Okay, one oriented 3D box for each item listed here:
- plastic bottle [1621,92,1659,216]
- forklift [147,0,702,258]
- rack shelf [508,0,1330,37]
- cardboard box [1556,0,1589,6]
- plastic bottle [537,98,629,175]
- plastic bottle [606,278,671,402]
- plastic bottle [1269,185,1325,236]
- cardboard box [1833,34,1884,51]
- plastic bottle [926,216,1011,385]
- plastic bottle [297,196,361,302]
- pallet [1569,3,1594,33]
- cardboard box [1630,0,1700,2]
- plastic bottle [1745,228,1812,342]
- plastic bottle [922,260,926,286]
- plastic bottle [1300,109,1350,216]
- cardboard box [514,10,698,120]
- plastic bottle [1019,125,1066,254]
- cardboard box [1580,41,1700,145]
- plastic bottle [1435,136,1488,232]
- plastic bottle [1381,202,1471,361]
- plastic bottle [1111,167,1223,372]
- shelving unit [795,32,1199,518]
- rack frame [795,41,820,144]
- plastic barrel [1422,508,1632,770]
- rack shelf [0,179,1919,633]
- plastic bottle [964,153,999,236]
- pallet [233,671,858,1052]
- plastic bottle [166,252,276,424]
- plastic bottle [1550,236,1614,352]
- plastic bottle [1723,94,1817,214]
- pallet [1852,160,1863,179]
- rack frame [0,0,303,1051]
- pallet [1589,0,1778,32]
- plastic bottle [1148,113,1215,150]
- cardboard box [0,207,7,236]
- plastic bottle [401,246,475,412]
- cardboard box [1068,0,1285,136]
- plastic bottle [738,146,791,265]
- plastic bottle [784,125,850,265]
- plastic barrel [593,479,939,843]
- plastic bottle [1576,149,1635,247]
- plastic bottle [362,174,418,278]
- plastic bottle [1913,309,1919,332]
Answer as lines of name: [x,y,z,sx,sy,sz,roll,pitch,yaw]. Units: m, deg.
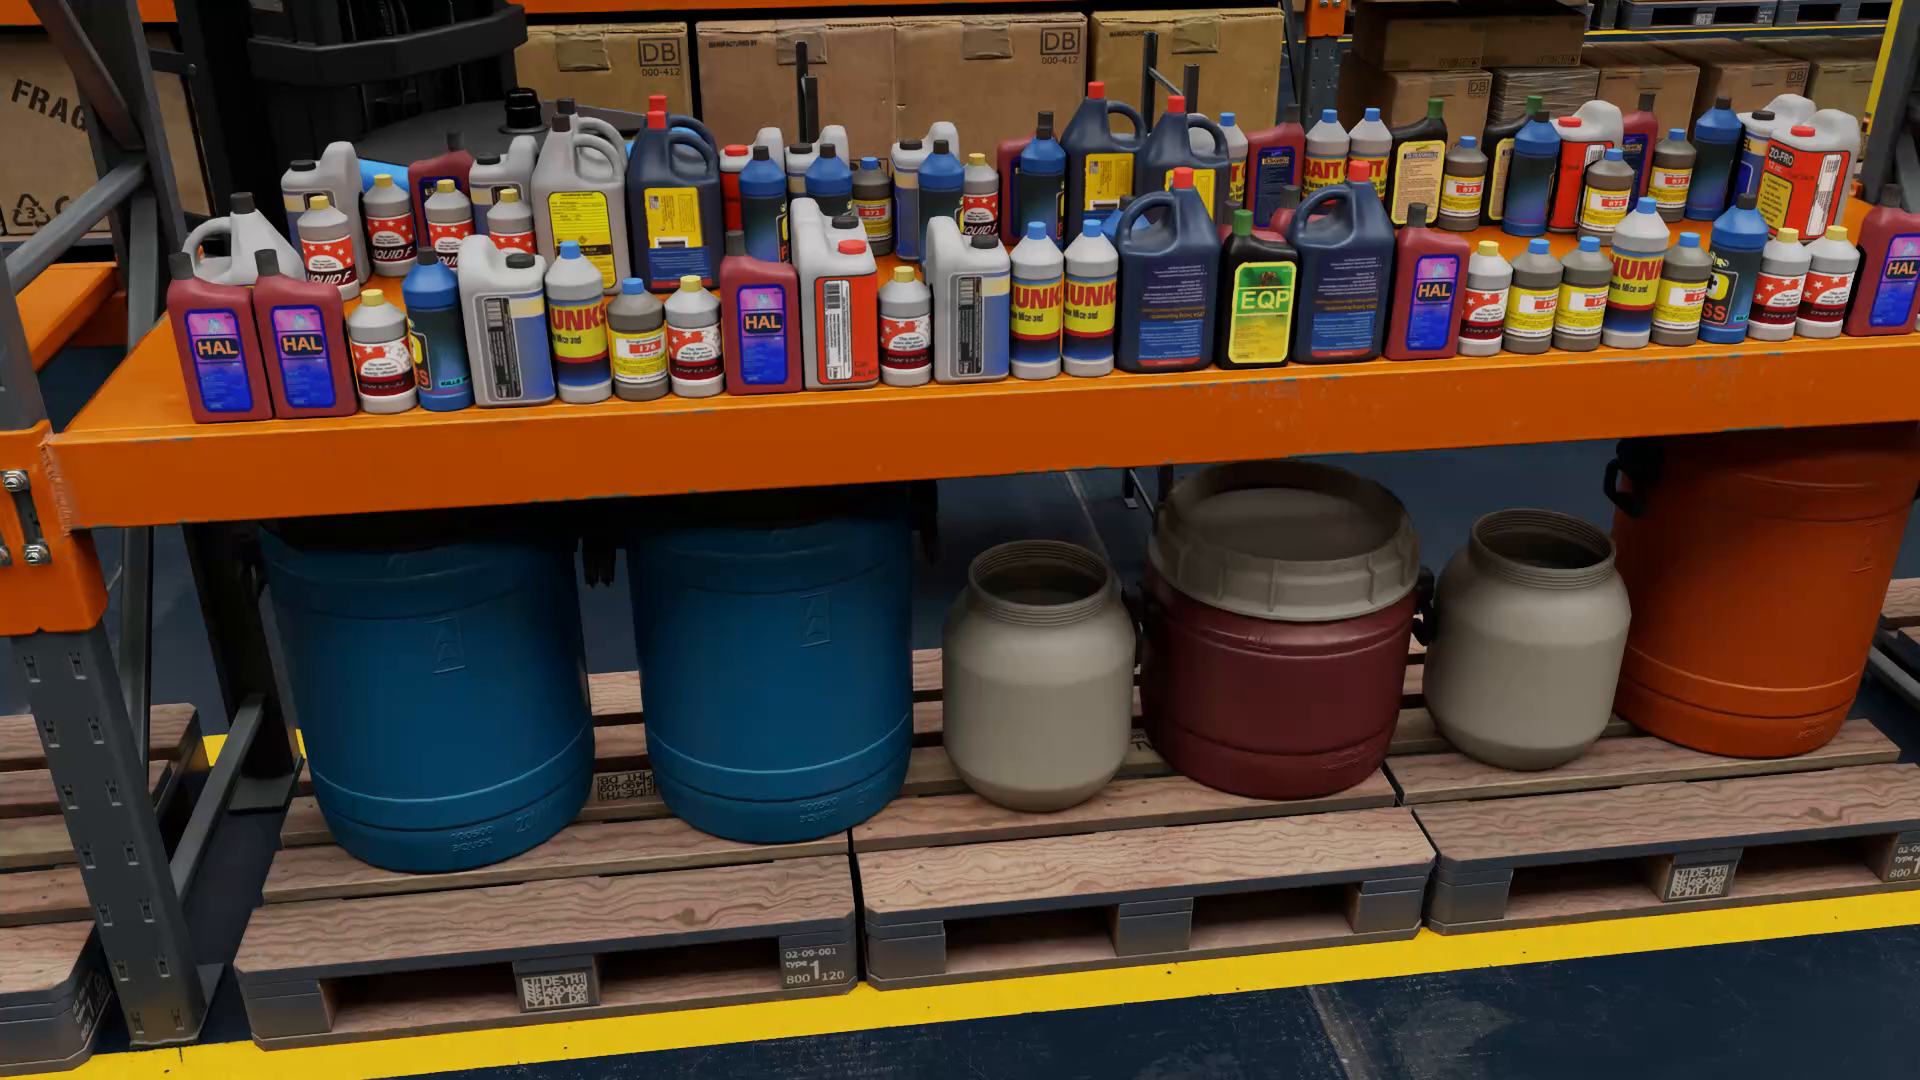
plastic bottle: [1.512,-0.877,3.801,0.133,0.283,0.061,-4,27,-7]
forklift: [-2.394,-1.922,5.786,3.031,2.935,1.130,15,31,26]
rack shelf: [-0.353,-2.602,7.824,4.000,0.370,1.077,-4,27,-7]
cardboard box: [4.395,-4.658,13.047,0.750,0.750,1.050,-4,27,-7]
plastic bottle: [-0.779,-0.740,3.461,0.185,0.351,0.144,-4,27,-7]
plastic bottle: [-0.555,-0.349,2.863,0.097,0.201,0.097,0,27,0]
plastic bottle: [0.641,-0.521,3.107,0.133,0.283,0.061,-4,27,-7]
cardboard box: [4.977,-2.358,8.816,0.500,0.500,0.700,-6,28,-11]
plastic bottle: [0.014,-0.432,2.941,0.135,0.276,0.152,-4,27,-7]
plastic bottle: [-1.263,-0.584,3.319,0.097,0.201,0.097,0,27,0]
pallet: [4.244,-4.229,13.260,1.213,0.211,1.003,-4,27,-7]
cardboard box: [5.630,-4.802,13.191,0.875,0.875,0.875,-3,27,-6]
plastic bottle: [1.534,-0.484,3.124,0.097,0.201,0.097,0,27,0]
plastic bottle: [-0.022,-0.454,3.066,0.097,0.201,0.097,0,27,0]
plastic bottle: [0.810,-0.818,3.699,0.097,0.271,0.097,0,27,0]
cardboard box: [-1.703,-2.086,7.898,0.875,0.875,1.225,-4,27,-7]
plastic bottle: [0.177,-0.749,3.566,0.097,0.271,0.097,0,27,0]
cardboard box: [3.396,-2.265,8.635,0.500,0.500,0.700,-1,27,-3]
plastic bottle: [1.135,-0.808,3.756,0.097,0.201,0.097,0,27,0]
plastic bottle: [0.844,-0.467,3.003,0.133,0.283,0.061,-4,27,-7]
plastic bottle: [0.366,-0.486,2.965,0.185,0.351,0.144,-4,27,-7]
shelving unit: [0.084,-0.673,4.918,1.048,1.500,0.538,-4,27,-7]
rack frame: [-0.419,-0.640,4.855,0.032,1.500,0.500,-4,27,-7]
plastic barrel: [1.288,0.225,3.791,0.421,0.512,0.421,0,27,0]
rack shelf: [0.337,-0.363,3.460,4.000,0.370,1.077,-4,27,-7]
plastic bottle: [0.037,-0.737,3.619,0.097,0.201,0.097,0,27,0]
pallet: [-0.874,0.654,3.743,1.213,0.211,1.003,-4,27,-7]
plastic bottle: [-1.221,-0.335,2.744,0.133,0.283,0.061,-4,27,-7]
plastic bottle: [1.149,-0.459,3.076,0.097,0.201,0.097,0,27,0]
plastic bottle: [1.844,-0.874,3.803,0.135,0.276,0.152,-4,27,-7]
pallet: [4.817,-2.013,8.942,1.213,0.211,1.003,-4,27,-7]
rack frame: [-1.644,-0.556,3.048,0.127,3.000,1.000,-4,27,-7]
pallet: [5.761,-4.325,13.448,1.213,0.211,1.003,-4,27,-7]
plastic bottle: [0.470,-0.786,3.631,0.135,0.276,0.152,-4,27,-7]
cardboard box: [-4.771,-1.917,7.568,0.875,0.875,0.875,-4,27,-7]
plastic bottle: [-0.881,-0.360,2.806,0.097,0.271,0.097,0,27,0]
cardboard box: [0.941,-2.257,8.229,0.875,0.875,1.225,-5,28,-10]
plastic bottle: [-0.402,-0.670,3.411,0.097,0.271,0.097,0,27,0]
plastic bottle: [-0.304,-0.736,3.534,0.135,0.276,0.152,-4,27,-7]
plastic barrel: [-0.402,0.119,3.571,0.708,0.901,0.600,-4,27,-7]
plastic bottle: [1.421,-0.756,3.655,0.097,0.201,0.097,0,27,0]
plastic bottle: [-1.188,-0.659,3.465,0.097,0.201,0.097,0,27,0]
plastic bottle: [1.859,-0.504,3.165,0.097,0.201,0.097,0,27,0]
